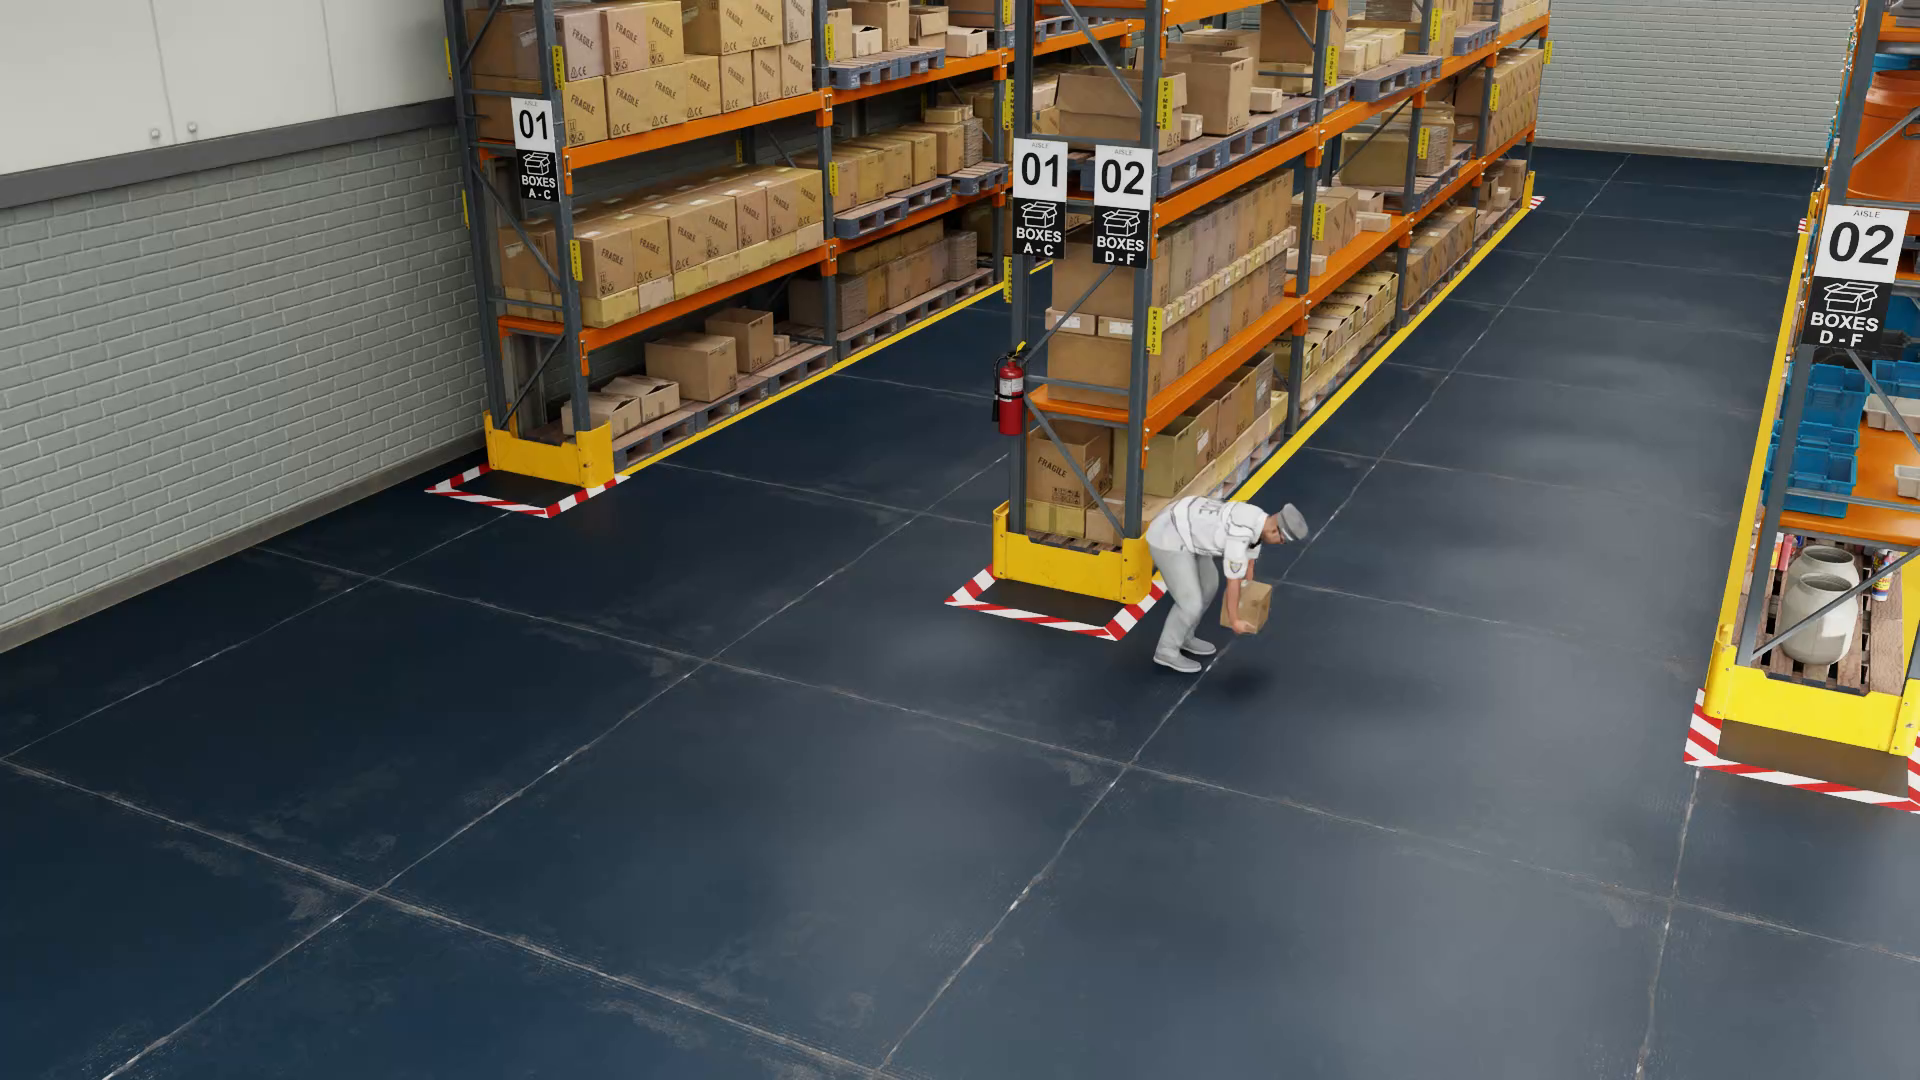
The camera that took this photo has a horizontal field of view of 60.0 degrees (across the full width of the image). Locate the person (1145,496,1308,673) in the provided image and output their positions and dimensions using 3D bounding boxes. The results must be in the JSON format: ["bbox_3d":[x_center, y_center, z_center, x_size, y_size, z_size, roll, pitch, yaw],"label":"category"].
[{"bbox_3d":[1.713,0.279,10.801,1.038,1.196,0.490,10,25,23],"label":"person"}]
